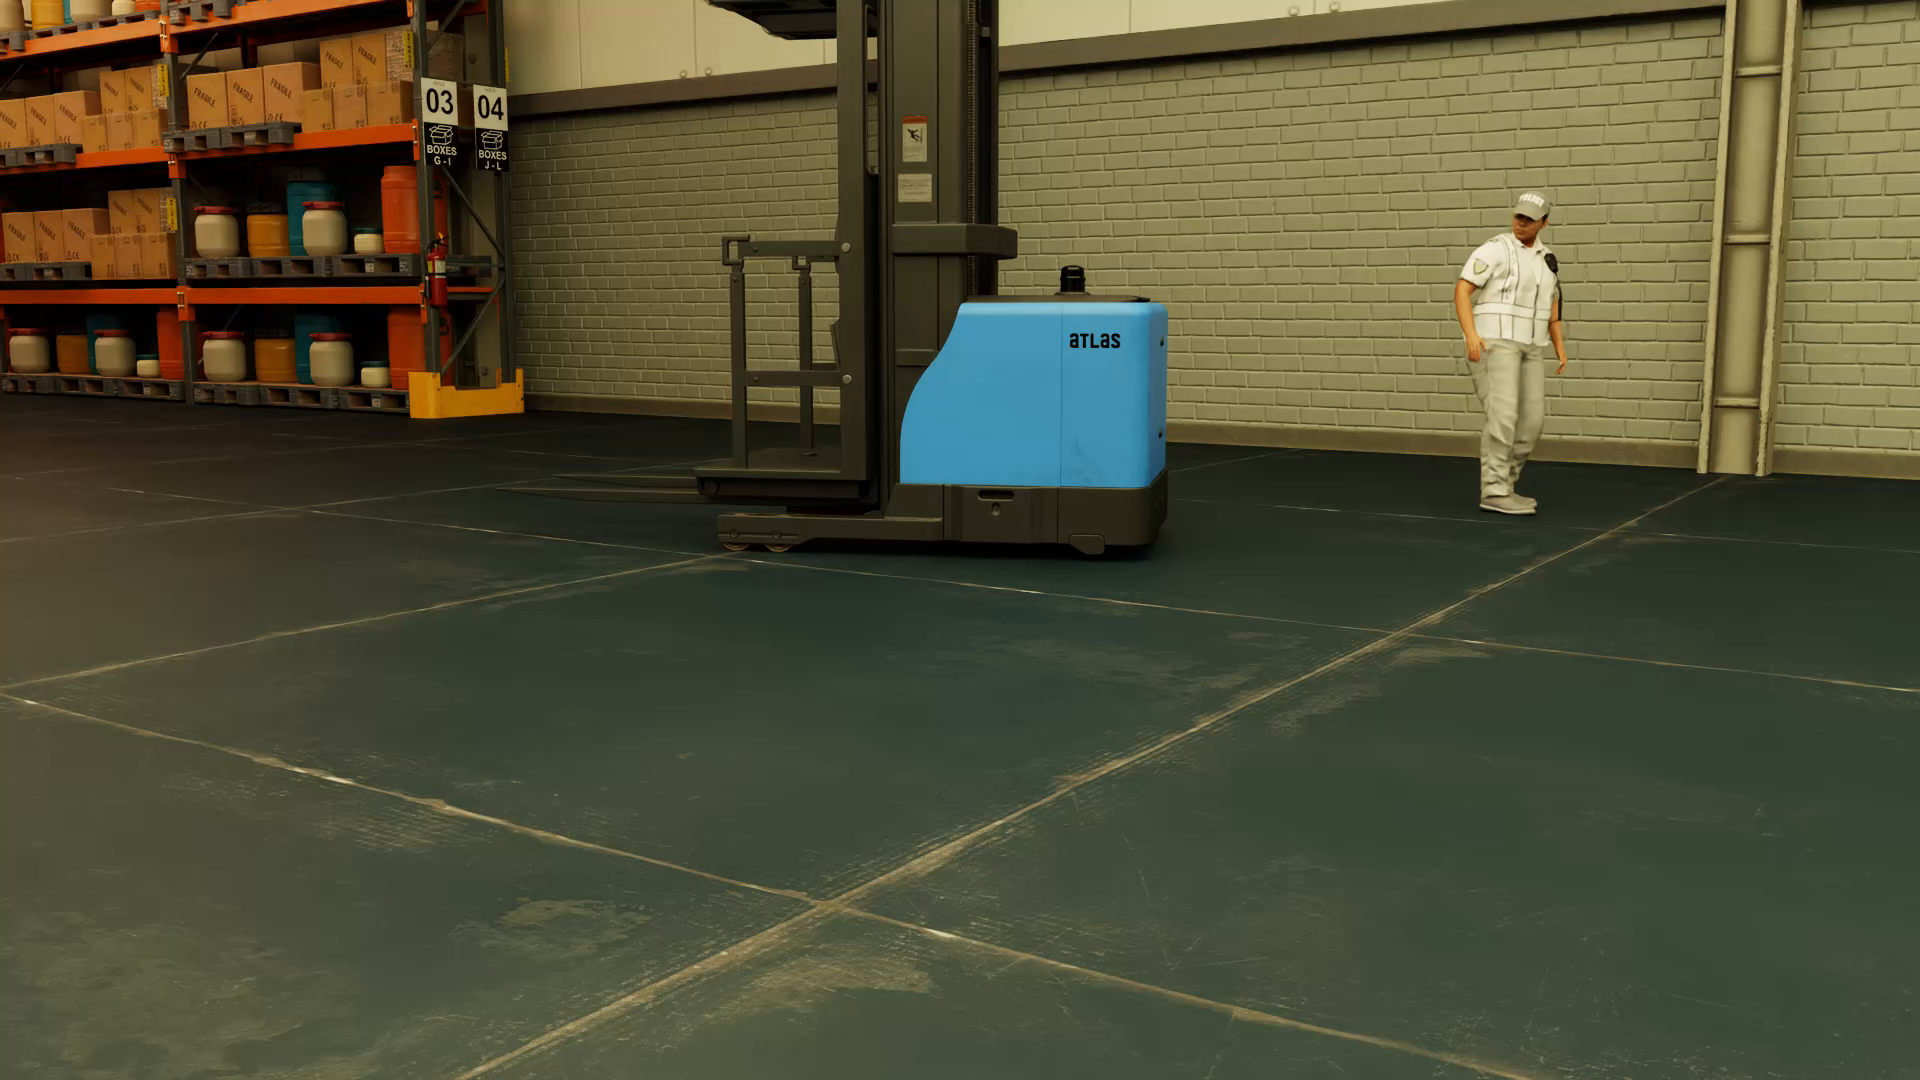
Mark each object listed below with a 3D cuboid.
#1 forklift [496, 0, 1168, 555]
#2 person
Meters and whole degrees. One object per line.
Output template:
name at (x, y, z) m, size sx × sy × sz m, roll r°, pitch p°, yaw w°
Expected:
forklift at (-0.596, -1.469, 7.520) m, size 3.031 × 2.935 × 1.130 m, roll 2°, pitch 8°, yaw 12°
person at (2.910, -0.977, 8.638) m, size 0.685 × 1.648 × 0.508 m, roll -5°, pitch 10°, yaw -32°
